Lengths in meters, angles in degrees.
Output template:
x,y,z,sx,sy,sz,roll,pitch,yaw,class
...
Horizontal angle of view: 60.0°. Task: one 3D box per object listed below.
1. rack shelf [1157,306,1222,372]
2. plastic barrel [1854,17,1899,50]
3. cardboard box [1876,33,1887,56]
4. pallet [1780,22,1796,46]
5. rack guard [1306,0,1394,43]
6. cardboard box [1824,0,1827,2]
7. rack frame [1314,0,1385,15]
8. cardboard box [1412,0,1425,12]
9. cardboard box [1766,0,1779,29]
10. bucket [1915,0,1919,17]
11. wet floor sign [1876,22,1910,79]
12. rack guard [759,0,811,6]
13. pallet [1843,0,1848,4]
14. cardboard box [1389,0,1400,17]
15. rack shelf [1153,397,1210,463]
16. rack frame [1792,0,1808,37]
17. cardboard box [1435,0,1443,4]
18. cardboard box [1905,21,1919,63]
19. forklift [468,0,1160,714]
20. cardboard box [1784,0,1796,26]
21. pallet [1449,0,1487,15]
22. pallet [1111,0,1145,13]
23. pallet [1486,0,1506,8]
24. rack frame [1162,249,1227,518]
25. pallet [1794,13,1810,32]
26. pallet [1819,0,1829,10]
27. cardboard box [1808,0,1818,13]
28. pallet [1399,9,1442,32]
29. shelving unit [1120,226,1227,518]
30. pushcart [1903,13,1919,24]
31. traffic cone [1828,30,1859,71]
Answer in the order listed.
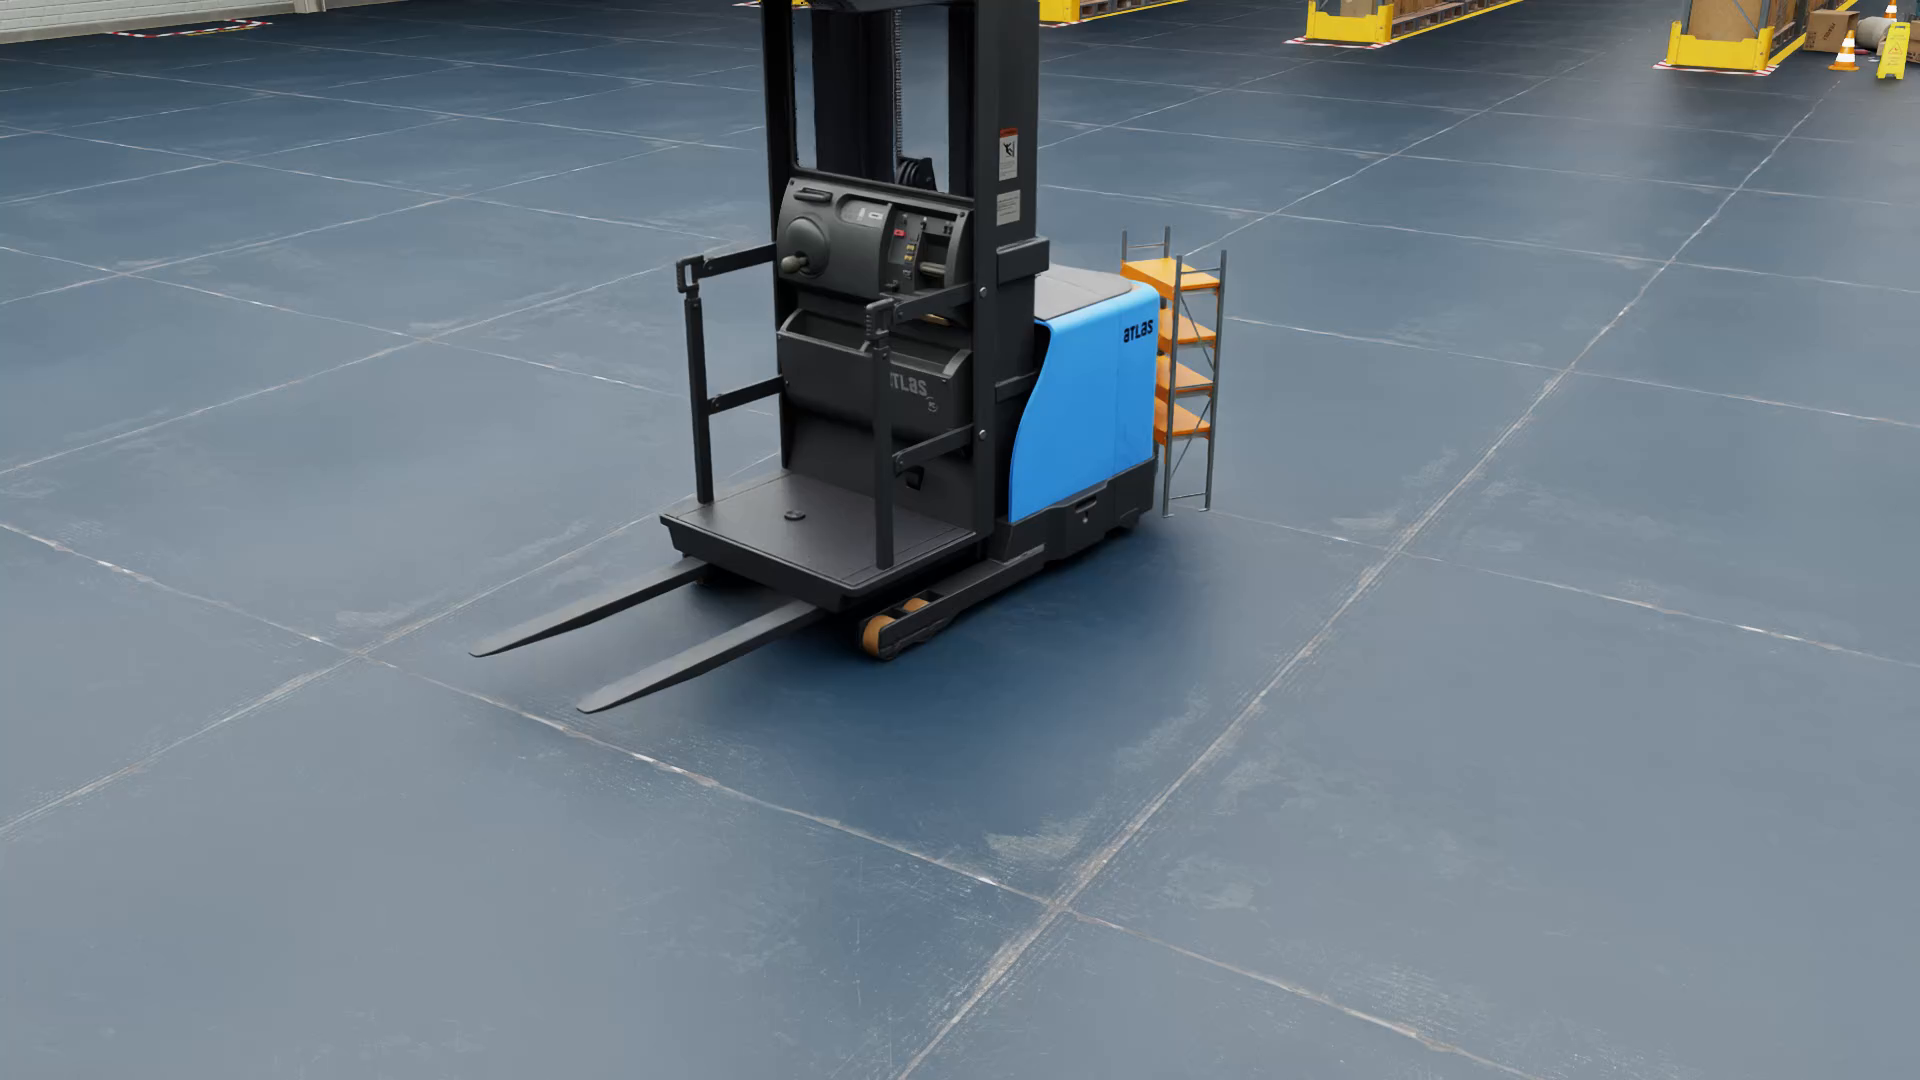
x,y,z,sx,sy,sz,roll,pitch,yaw,class
0.931,-0.903,7.432,0.258,0.148,0.480,-9,25,-21,rack shelf
12.488,-6.911,22.681,0.421,0.421,0.512,-7,24,-17,plastic barrel
12.442,-6.577,22.107,0.396,0.266,0.258,20,30,38,cardboard box
11.316,-7.277,23.795,1.003,0.211,1.213,14,27,29,pallet
5.553,-7.399,23.713,1.175,0.500,0.348,14,27,29,rack guard
13.496,-9.121,26.847,1.050,0.750,0.750,13,27,28,cardboard box
5.513,-8.521,23.157,1.000,3.000,0.127,14,27,29,rack frame
6.822,-8.369,25.424,0.500,0.500,0.500,11,26,24,cardboard box
10.438,-7.205,22.264,0.875,0.875,0.875,13,27,28,cardboard box
13.671,-7.464,22.922,0.620,0.611,0.726,-6,22,-39,bucket
11.341,-5.942,20.164,0.267,0.644,0.232,9,25,20,wet floor sign
-2.913,-9.443,28.433,1.175,0.500,0.348,14,27,29,rack guard
14.951,-9.541,29.024,1.003,0.211,1.213,14,27,29,pallet
6.143,-7.983,24.532,0.500,0.500,0.500,-20,31,-39,cardboard box
0.930,-0.516,7.599,0.258,0.148,0.480,-9,25,-21,rack shelf
11.784,-8.797,23.796,1.000,3.000,0.127,14,27,29,rack frame
7.378,-8.790,26.396,0.500,0.500,0.500,13,27,27,cardboard box
12.708,-6.422,21.451,0.797,0.503,0.637,-3,24,-7,cardboard box
-0.478,-1.122,6.152,1.130,2.935,3.031,19,30,37,forklift
11.392,-7.817,23.678,0.875,0.875,0.875,14,27,30,cardboard box
8.033,-8.854,27.437,1.003,0.211,1.213,14,27,29,pallet
2.383,-8.998,27.769,1.003,0.211,1.213,14,27,29,pallet
8.675,-9.268,28.392,1.003,0.211,1.213,14,27,29,pallet
1.025,-0.670,7.287,0.240,1.200,0.015,-9,25,-21,rack frame
12.127,-7.794,24.988,1.003,0.211,1.213,14,27,29,pallet
13.414,-8.617,26.890,1.003,0.211,1.213,14,27,29,pallet
12.547,-8.511,25.437,1.050,0.750,0.750,14,27,29,cardboard box
6.656,-7.944,25.334,1.003,0.211,1.213,14,27,29,pallet
0.931,-0.760,7.494,0.258,1.200,0.503,-9,25,-21,shelving unit
14.079,-7.052,23.064,1.648,0.377,0.936,5,24,11,pushcart
11.160,-6.165,20.908,0.336,0.463,0.334,14,27,29,traffic cone
